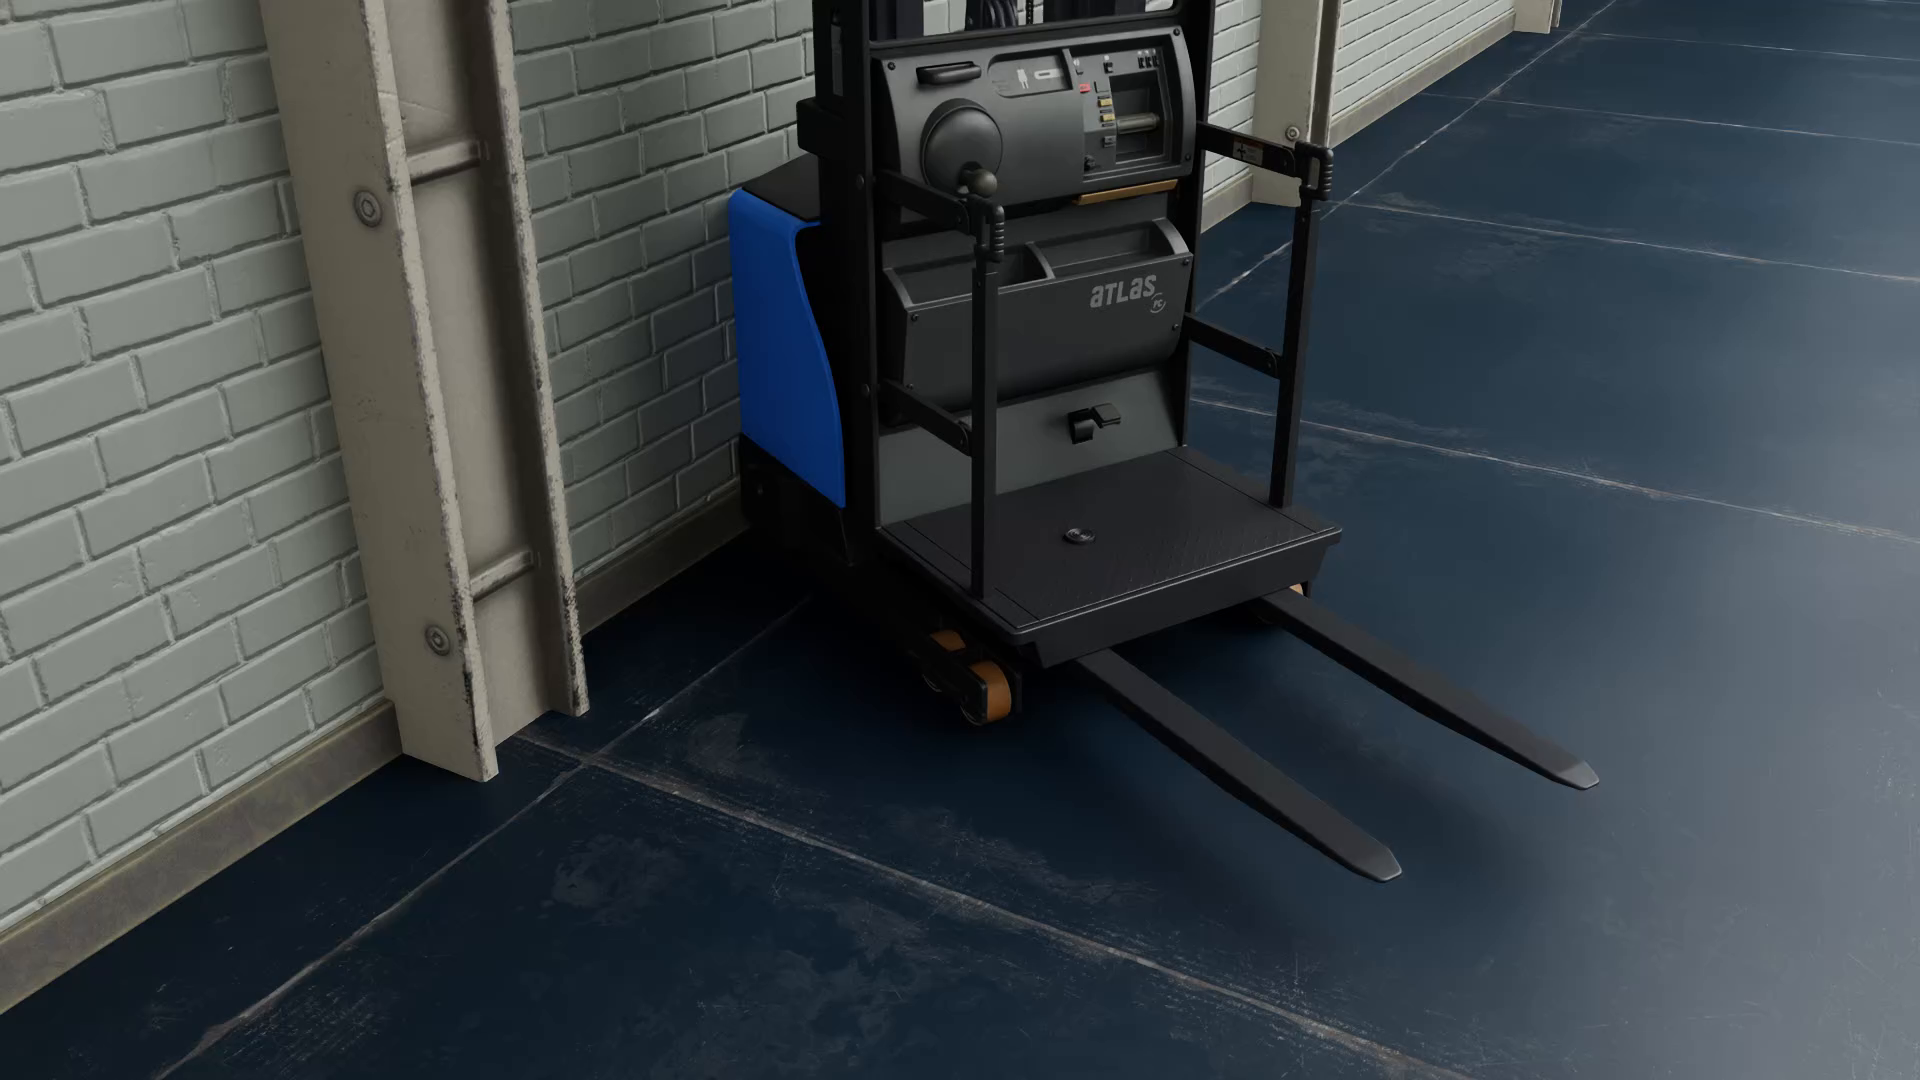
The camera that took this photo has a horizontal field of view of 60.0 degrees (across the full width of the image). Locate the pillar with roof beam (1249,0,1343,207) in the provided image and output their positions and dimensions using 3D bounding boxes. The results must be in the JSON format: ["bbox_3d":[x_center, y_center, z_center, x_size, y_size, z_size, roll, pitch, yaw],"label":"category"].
[{"bbox_3d":[5.499,-4.931,5.048,9.100,9.000,0.400,14,30,26],"label":"pillar with roof beam"}]

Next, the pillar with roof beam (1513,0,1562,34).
[{"bbox_3d":[8.451,-7.270,9.719,9.100,9.000,0.400,14,30,26],"label":"pillar with roof beam"}]

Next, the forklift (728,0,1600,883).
[{"bbox_3d":[0.334,-1.072,4.117,1.130,2.935,3.031,-16,31,-28],"label":"forklift"}]

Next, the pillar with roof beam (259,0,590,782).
[{"bbox_3d":[2.548,-2.593,0.377,9.100,9.000,0.400,14,30,26],"label":"pillar with roof beam"}]
